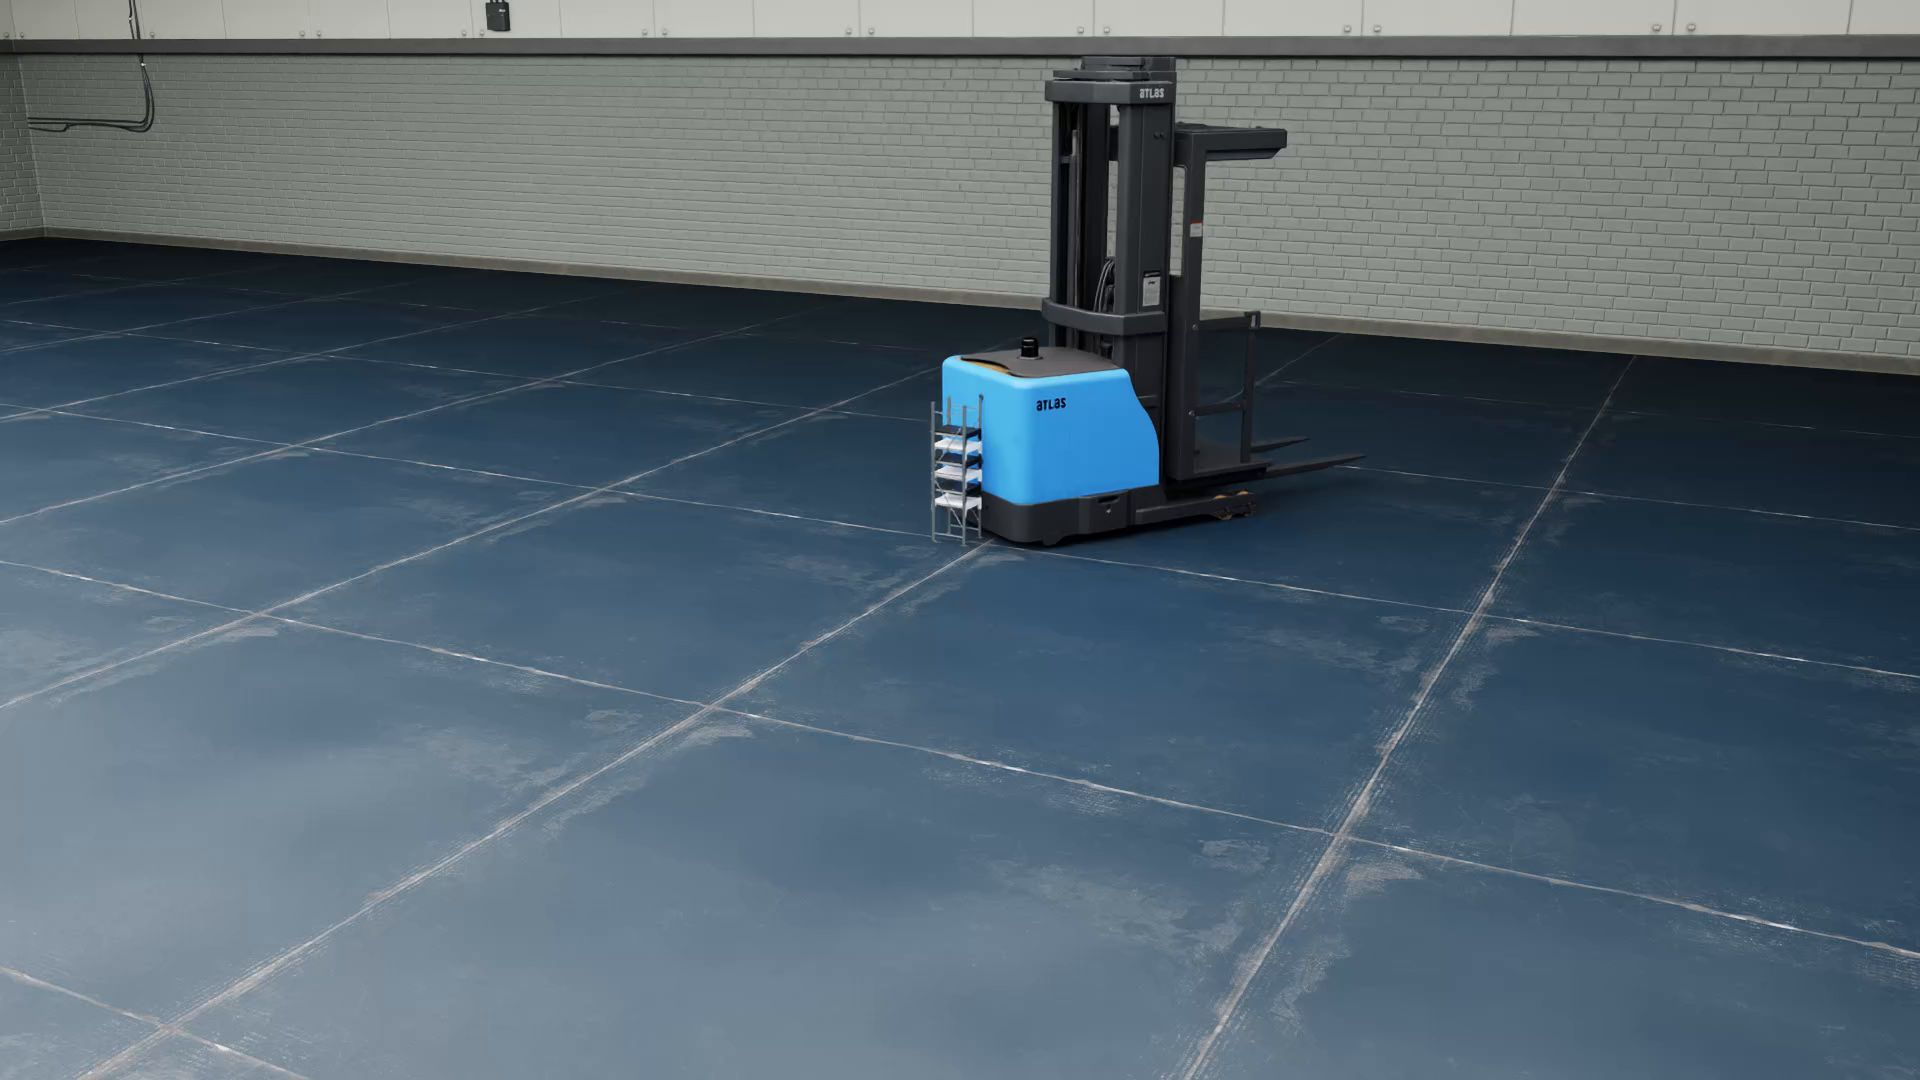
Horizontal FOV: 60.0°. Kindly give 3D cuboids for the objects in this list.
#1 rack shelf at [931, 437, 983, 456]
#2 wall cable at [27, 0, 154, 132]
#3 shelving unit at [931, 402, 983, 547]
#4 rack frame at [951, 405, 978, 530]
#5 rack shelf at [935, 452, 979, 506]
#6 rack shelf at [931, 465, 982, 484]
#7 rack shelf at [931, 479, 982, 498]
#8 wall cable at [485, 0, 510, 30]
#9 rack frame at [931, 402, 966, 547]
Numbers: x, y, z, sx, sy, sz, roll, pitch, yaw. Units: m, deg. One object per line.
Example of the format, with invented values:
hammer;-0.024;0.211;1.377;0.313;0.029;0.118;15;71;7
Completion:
rack shelf;-0.021;-0.568;10.342;0.258;0.077;0.200;9;19;28
wall cable;-13.735;-7.623;25.839;3.097;2.526;0.112;8;18;25
shelving unit;-0.021;-0.427;10.383;0.258;0.900;0.208;9;19;28
rack frame;0.028;-0.453;10.469;0.228;0.785;0.003;9;19;28
rack shelf;-0.021;-0.379;10.398;0.221;0.281;0.190;9;19;28
rack shelf;-0.021;-0.396;10.393;0.258;0.077;0.200;9;19;28
rack shelf;-0.021;-0.309;10.419;0.258;0.077;0.200;9;19;28
wall cable;-5.249;-9.530;20.833;2.305;6.003;0.169;8;18;25
rack frame;-0.070;-0.402;10.299;0.240;0.900;0.006;9;19;28
